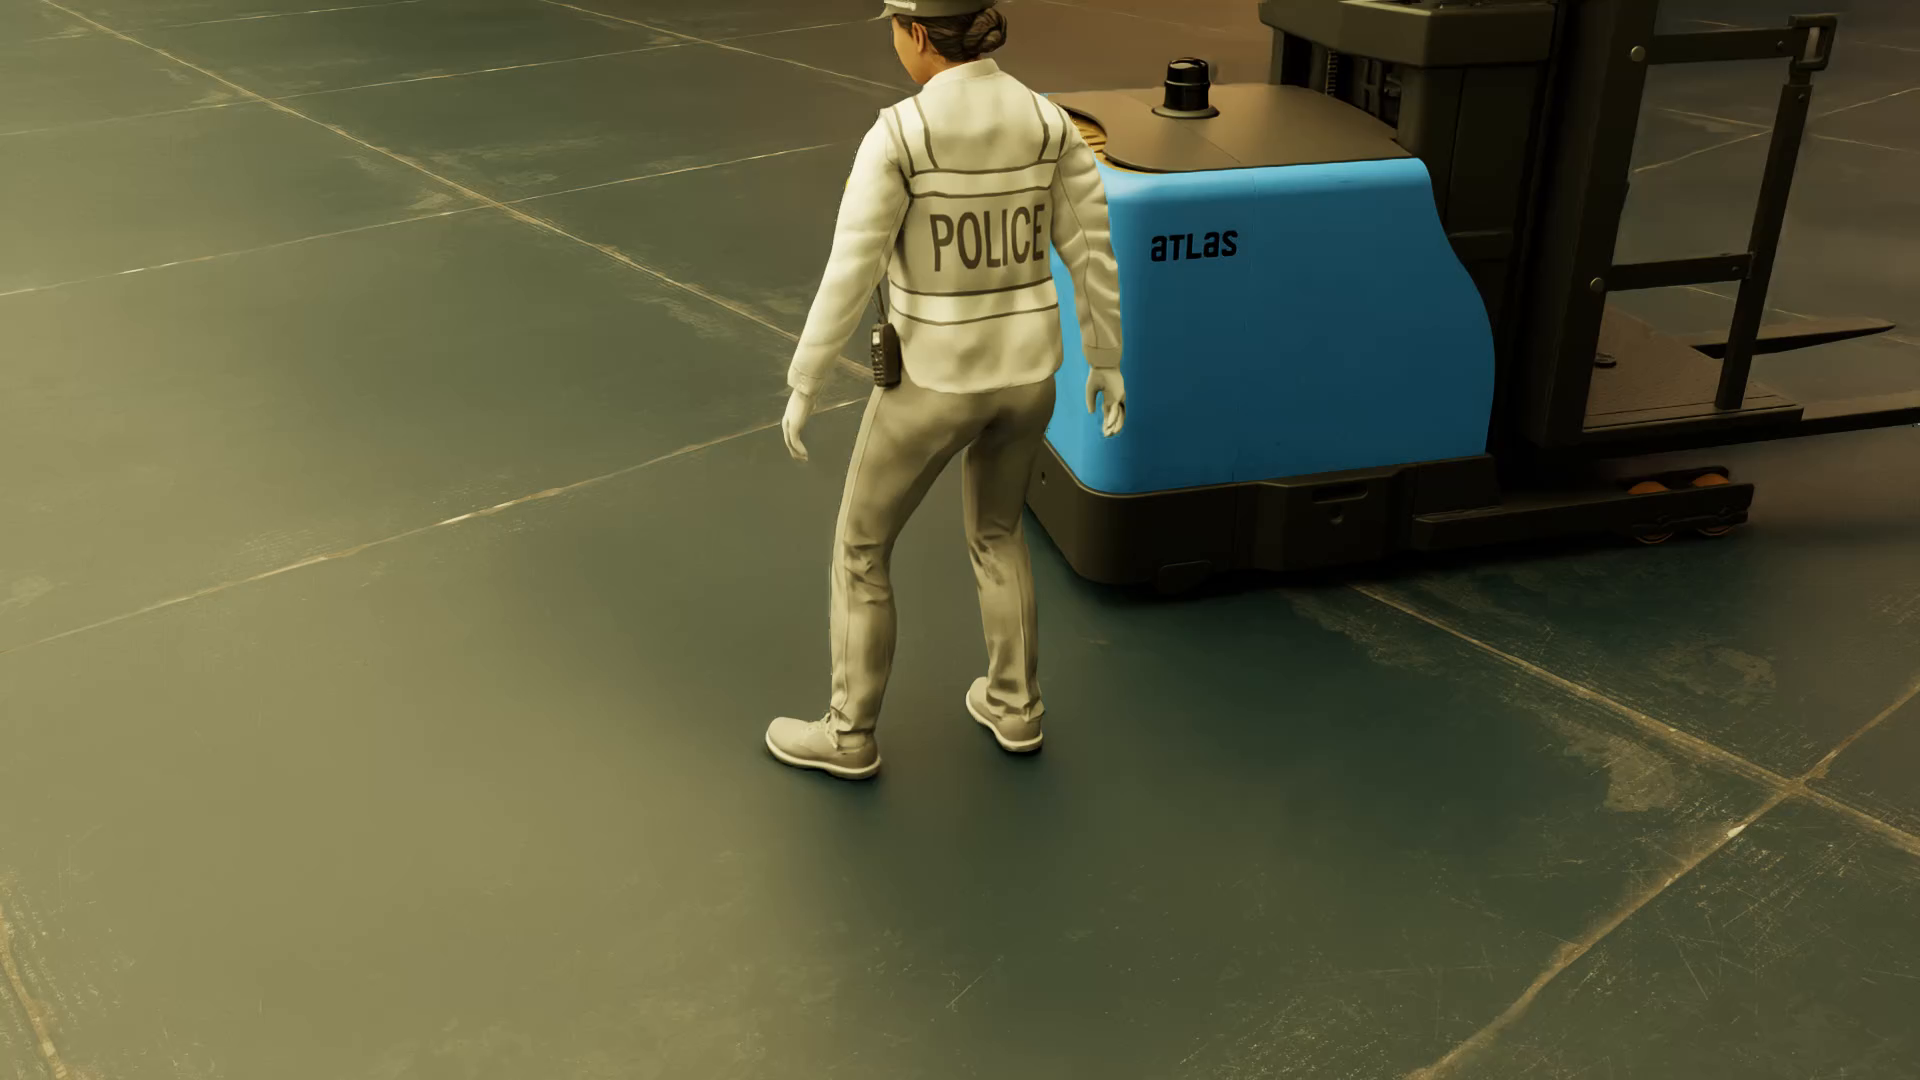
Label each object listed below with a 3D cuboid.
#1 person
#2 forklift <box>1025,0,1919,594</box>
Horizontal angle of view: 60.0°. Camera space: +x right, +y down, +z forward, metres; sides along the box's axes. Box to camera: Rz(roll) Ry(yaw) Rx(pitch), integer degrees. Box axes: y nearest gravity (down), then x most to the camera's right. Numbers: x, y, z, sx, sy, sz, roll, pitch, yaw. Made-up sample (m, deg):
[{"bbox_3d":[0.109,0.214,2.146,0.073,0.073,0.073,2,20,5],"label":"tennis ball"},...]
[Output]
[{"bbox_3d":[-0.026,-0.310,3.290,0.753,1.641,0.365,-14,30,-26],"label":"person"},{"bbox_3d":[1.647,-1.522,4.271,3.031,2.935,1.130,-7,27,-13],"label":"forklift"}]
